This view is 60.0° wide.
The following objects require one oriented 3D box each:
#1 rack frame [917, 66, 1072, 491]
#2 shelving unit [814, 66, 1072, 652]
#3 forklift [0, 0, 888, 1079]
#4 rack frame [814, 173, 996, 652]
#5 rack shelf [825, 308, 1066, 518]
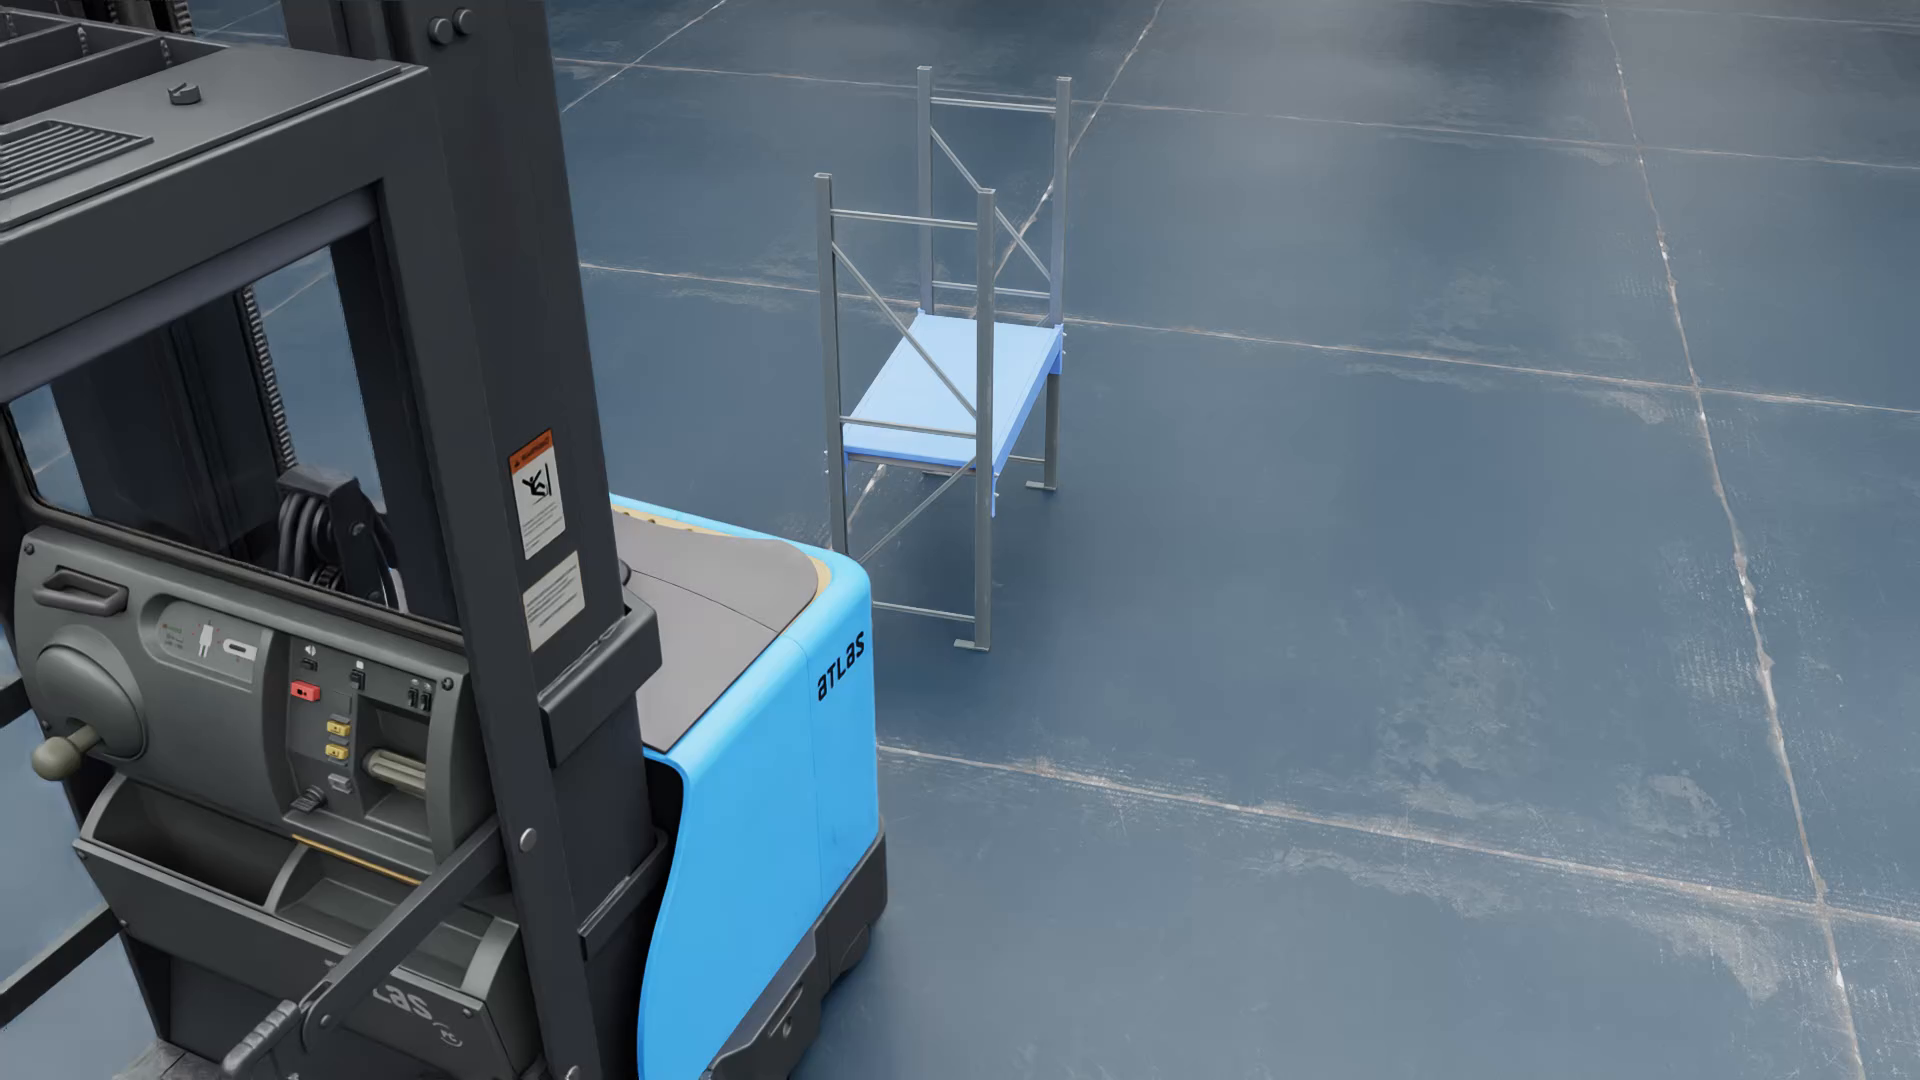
[{"bbox_3d":[0.107,-0.852,5.693,0.500,1.500,0.032,8,33,12],"label":"rack frame"},{"bbox_3d":[-0.022,-0.589,5.278,0.538,1.500,1.048,8,33,12],"label":"shelving unit"},{"bbox_3d":[-1.262,0.320,2.515,1.130,2.935,3.031,14,35,21],"label":"forklift"},{"bbox_3d":[-0.151,-0.325,4.863,0.500,1.500,0.032,8,33,12],"label":"rack frame"},{"bbox_3d":[-0.022,-0.437,5.374,0.538,0.185,1.000,8,33,12],"label":"rack shelf"}]
